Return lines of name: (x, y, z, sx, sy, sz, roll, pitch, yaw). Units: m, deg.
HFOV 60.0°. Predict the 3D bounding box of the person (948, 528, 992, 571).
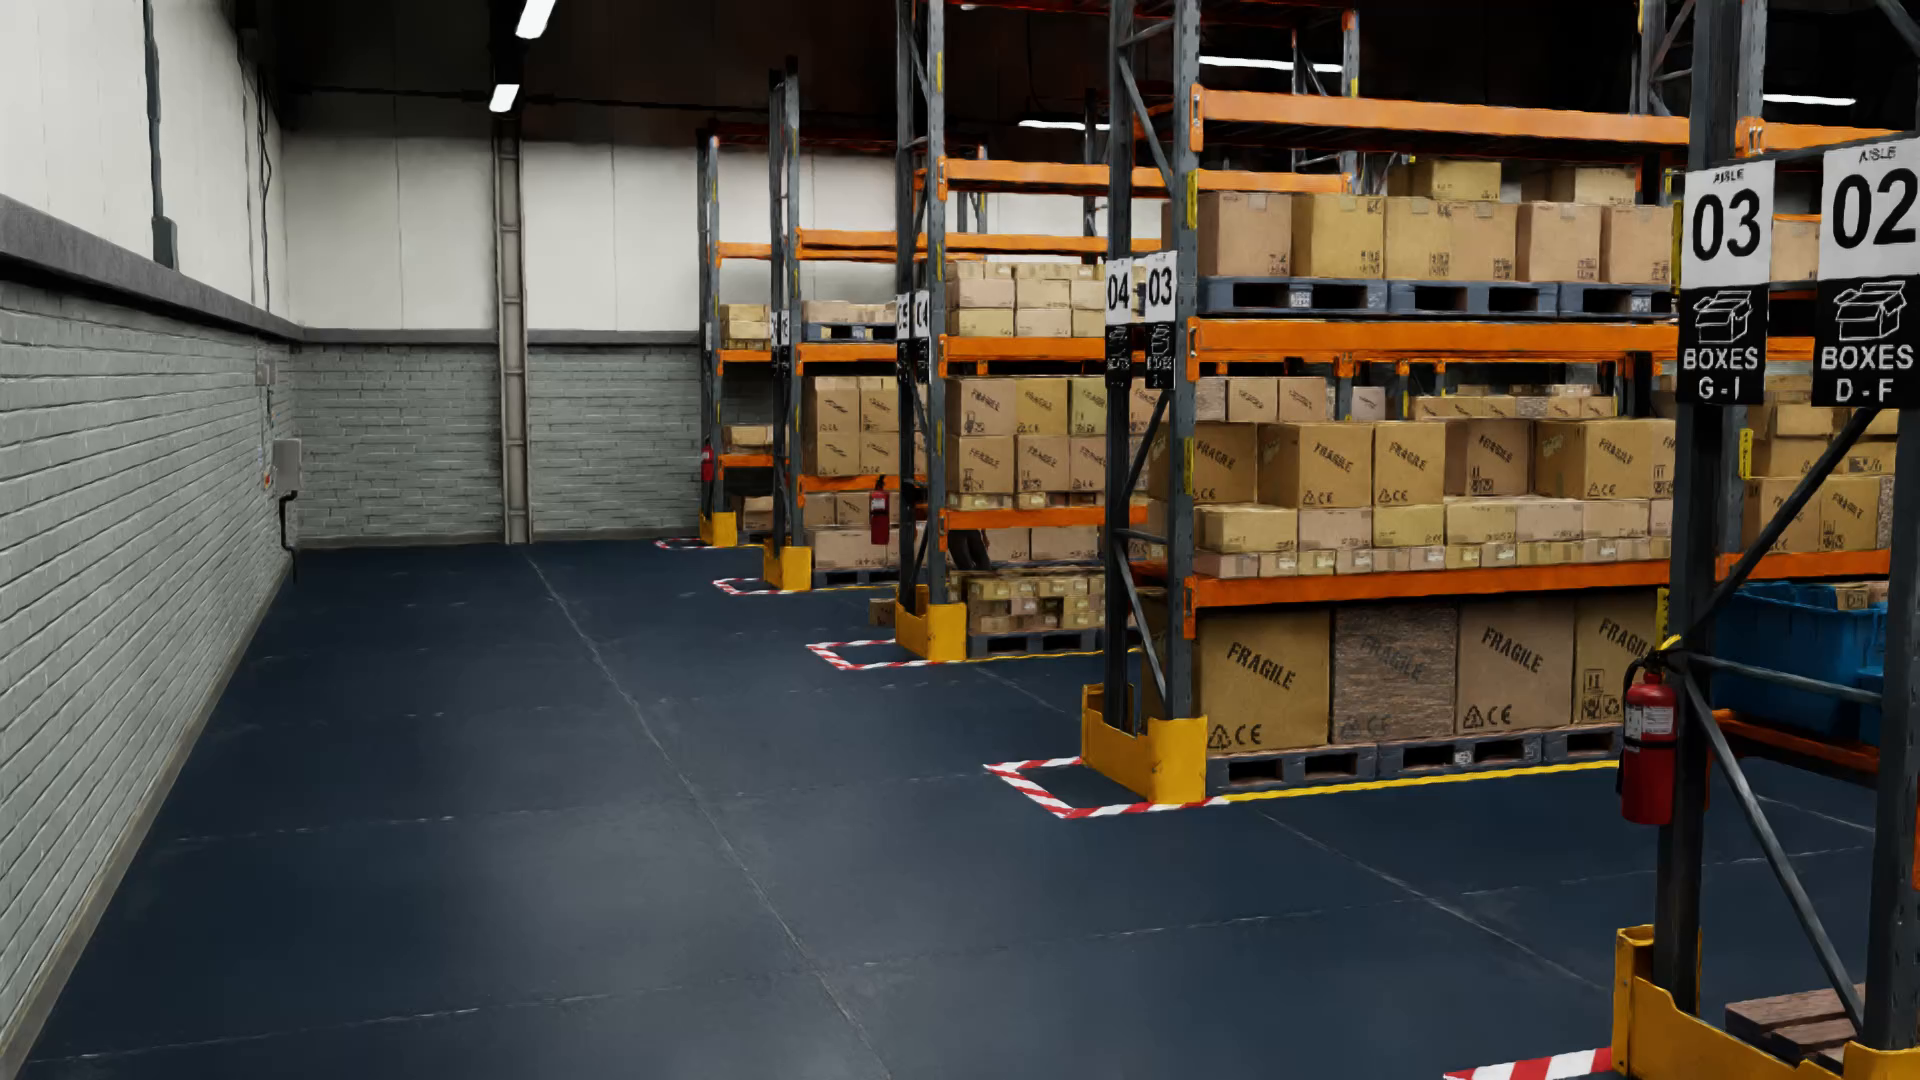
person: (0.031, -0.025, 16.999, 0.523, 1.611, 0.606, -3, 6, -24)
